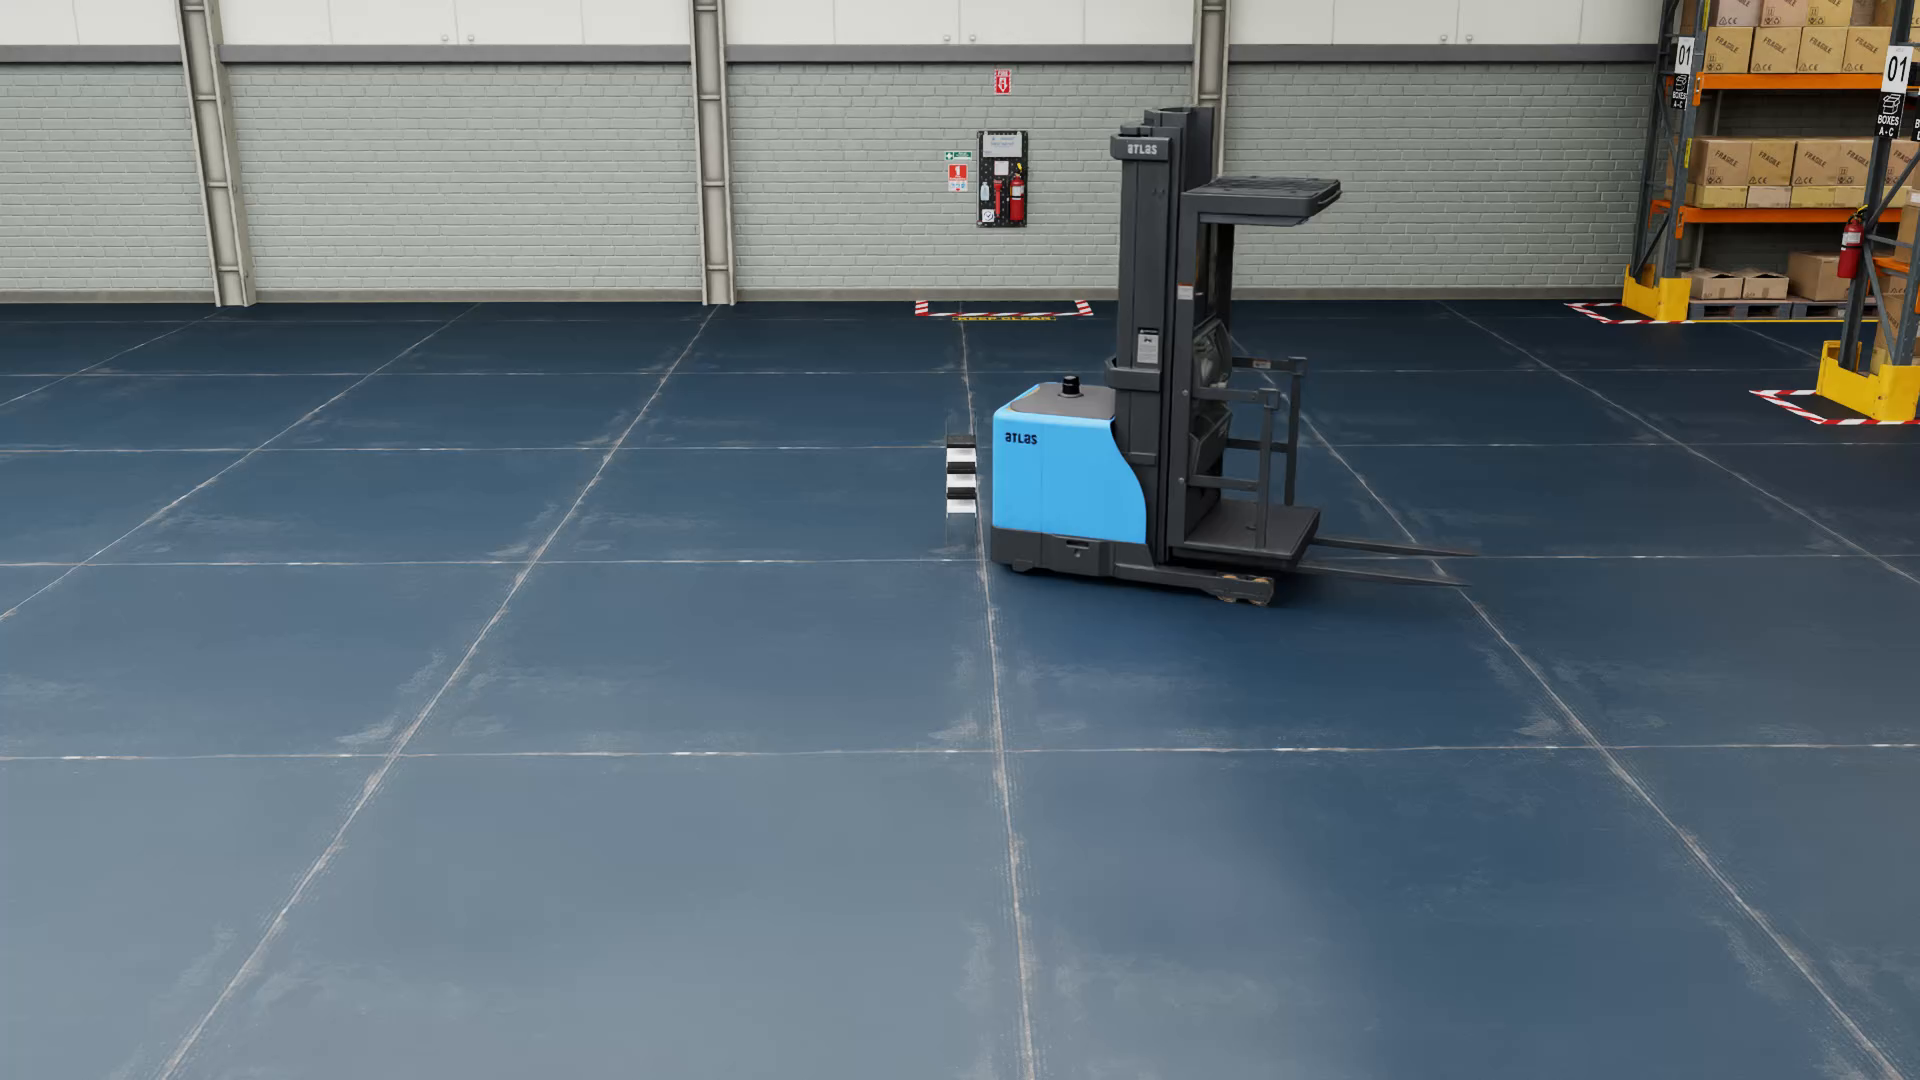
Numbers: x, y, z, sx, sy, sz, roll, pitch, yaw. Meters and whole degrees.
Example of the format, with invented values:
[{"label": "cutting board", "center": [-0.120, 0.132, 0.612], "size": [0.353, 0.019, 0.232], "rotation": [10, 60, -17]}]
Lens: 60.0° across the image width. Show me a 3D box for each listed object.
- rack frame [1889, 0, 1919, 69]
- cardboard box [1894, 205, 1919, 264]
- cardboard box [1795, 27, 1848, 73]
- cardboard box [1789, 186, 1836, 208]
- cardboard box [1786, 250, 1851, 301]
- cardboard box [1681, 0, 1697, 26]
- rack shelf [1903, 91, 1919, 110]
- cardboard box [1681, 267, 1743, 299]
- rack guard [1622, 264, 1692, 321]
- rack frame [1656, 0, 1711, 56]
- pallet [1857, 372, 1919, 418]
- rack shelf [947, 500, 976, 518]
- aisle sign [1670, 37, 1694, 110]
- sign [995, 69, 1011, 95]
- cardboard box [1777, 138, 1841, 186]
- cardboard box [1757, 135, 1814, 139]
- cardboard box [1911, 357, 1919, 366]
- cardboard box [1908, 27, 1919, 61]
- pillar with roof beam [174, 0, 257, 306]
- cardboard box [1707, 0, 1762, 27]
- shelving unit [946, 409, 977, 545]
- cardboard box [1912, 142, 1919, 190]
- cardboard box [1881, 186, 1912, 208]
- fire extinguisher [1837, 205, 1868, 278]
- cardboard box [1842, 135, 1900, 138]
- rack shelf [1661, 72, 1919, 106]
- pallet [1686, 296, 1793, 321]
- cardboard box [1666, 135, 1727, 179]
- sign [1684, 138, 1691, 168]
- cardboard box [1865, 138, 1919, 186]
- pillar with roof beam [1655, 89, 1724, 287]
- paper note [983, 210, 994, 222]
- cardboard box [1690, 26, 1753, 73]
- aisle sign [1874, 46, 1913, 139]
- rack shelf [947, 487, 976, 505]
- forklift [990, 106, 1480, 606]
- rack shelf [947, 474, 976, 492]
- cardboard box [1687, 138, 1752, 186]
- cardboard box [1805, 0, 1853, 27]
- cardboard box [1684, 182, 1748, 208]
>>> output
[{"label": "rack frame", "center": [8.395, -5.524, 14.037], "size": [0.127, 3.000, 1.000], "rotation": [0, 18, -1]}, {"label": "cardboard box", "center": [8.862, -2.714, 14.933], "size": [0.500, 0.500, 0.700], "rotation": [0, 18, -1]}, {"label": "cardboard box", "center": [9.708, -5.587, 18.945], "size": [0.500, 0.500, 0.500], "rotation": [1, 18, 2]}, {"label": "cardboard box", "center": [9.835, -4.032, 19.418], "size": [0.500, 0.250, 0.500], "rotation": [-1, 18, -2]}, {"label": "cardboard box", "center": [10.311, -3.167, 19.881], "size": [0.500, 0.500, 0.700], "rotation": [-1, 18, -4]}, {"label": "cardboard box", "center": [8.740, -6.224, 19.295], "size": [0.500, 0.500, 0.500], "rotation": [1, 18, 2]}, {"label": "rack shelf", "center": [10.395, -3.763, 14.635], "size": [4.000, 0.370, 1.077], "rotation": [0, 18, -1]}, {"label": "cardboard box", "center": [9.007, -3.086, 19.938], "size": [0.500, 0.311, 0.500], "rotation": [-2, 18, -7]}, {"label": "rack guard", "center": [8.389, -2.991, 20.052], "size": [0.348, 0.500, 1.175], "rotation": [0, 18, -1]}, {"label": "rack frame", "center": [8.313, -7.037, 18.753], "size": [0.127, 3.000, 1.000], "rotation": [0, 18, -1]}, {"label": "pallet", "center": [9.159, -1.356, 15.430], "size": [1.213, 0.211, 1.003], "rotation": [0, 18, -1]}, {"label": "rack shelf", "center": [0.008, -0.225, 11.475], "size": [0.200, 0.077, 0.258], "rotation": [0, 18, -1]}, {"label": "aisle sign", "center": [8.246, -5.327, 18.986], "size": [0.004, 0.787, 0.394], "rotation": [0, 18, -1]}, {"label": "sign", "center": [0.519, -5.553, 20.153], "size": [0.199, 0.298, 0.001], "rotation": [0, 18, -1]}, {"label": "cardboard box", "center": [9.807, -4.386, 19.295], "size": [0.500, 0.500, 0.500], "rotation": [-1, 18, -3]}, {"label": "cardboard box", "center": [9.802, -4.546, 19.794], "size": [0.500, 0.500, 0.500], "rotation": [-1, 18, -2]}, {"label": "cardboard box", "center": [8.935, -1.493, 15.105], "size": [0.500, 0.250, 0.500], "rotation": [0, 18, -1]}, {"label": "cardboard box", "center": [10.753, -5.595, 18.970], "size": [0.500, 0.500, 0.500], "rotation": [-1, 18, -3]}, {"label": "pillar with roof beam", "center": [-8.930, -5.903, 15.218], "size": [0.400, 9.000, 9.100], "rotation": [0, 18, -1]}, {"label": "cardboard box", "center": [8.703, -6.070, 18.815], "size": [0.500, 0.500, 0.500], "rotation": [-2, 18, -5]}, {"label": "shelving unit", "center": [0.008, -0.429, 11.410], "size": [0.210, 0.900, 0.258], "rotation": [0, 18, -1]}, {"label": "cardboard box", "center": [8.915, -3.332, 14.735], "size": [0.500, 0.500, 0.700], "rotation": [0, 18, -1]}, {"label": "cardboard box", "center": [10.843, -4.036, 19.432], "size": [0.500, 0.250, 0.500], "rotation": [0, 18, -1]}, {"label": "fire extinguisher", "center": [8.270, -2.772, 15.405], "size": [0.183, 0.674, 0.296], "rotation": [0, 18, -1]}, {"label": "cardboard box", "center": [10.824, -4.555, 19.820], "size": [0.500, 0.500, 0.500], "rotation": [0, 18, 1]}, {"label": "rack shelf", "center": [10.313, -5.276, 19.351], "size": [4.000, 0.370, 1.077], "rotation": [0, 18, -1]}, {"label": "pallet", "center": [9.202, -2.846, 20.075], "size": [1.213, 0.211, 1.003], "rotation": [0, 18, -1]}, {"label": "cardboard box", "center": [8.781, -4.543, 19.784], "size": [0.500, 0.500, 0.500], "rotation": [0, 18, -1]}, {"label": "sign", "center": [8.322, -4.427, 19.020], "size": [0.005, 0.325, 0.100], "rotation": [0, 18, -1]}, {"label": "cardboard box", "center": [10.842, -4.395, 19.323], "size": [0.500, 0.500, 0.500], "rotation": [-1, 18, -2]}, {"label": "pillar with roof beam", "center": [9.068, -5.990, 15.488], "size": [0.400, 9.000, 9.100], "rotation": [0, 18, -1]}, {"label": "paper note", "center": [0.351, -4.020, 20.610], "size": [0.142, 0.148, 0.016], "rotation": [0, 18, -1]}, {"label": "cardboard box", "center": [8.652, -5.591, 18.960], "size": [0.500, 0.500, 0.500], "rotation": [0, 18, 1]}, {"label": "aisle sign", "center": [8.325, -3.995, 14.835], "size": [0.004, 0.787, 0.394], "rotation": [0, 18, -1]}, {"label": "rack shelf", "center": [0.008, -0.311, 11.448], "size": [0.200, 0.077, 0.258], "rotation": [0, 18, -1]}, {"label": "forklift", "center": [1.770, -1.173, 10.406], "size": [3.031, 2.935, 1.130], "rotation": [7, 19, 20]}, {"label": "rack shelf", "center": [0.008, -0.397, 11.420], "size": [0.200, 0.077, 0.258], "rotation": [0, 18, -1]}, {"label": "cardboard box", "center": [8.796, -4.386, 19.296], "size": [0.500, 0.500, 0.500], "rotation": [0, 18, -1]}, {"label": "cardboard box", "center": [9.717, -6.063, 18.792], "size": [0.500, 0.500, 0.500], "rotation": [0, 18, 1]}, {"label": "cardboard box", "center": [8.806, -4.024, 19.394], "size": [0.500, 0.250, 0.500], "rotation": [-1, 18, -2]}]
